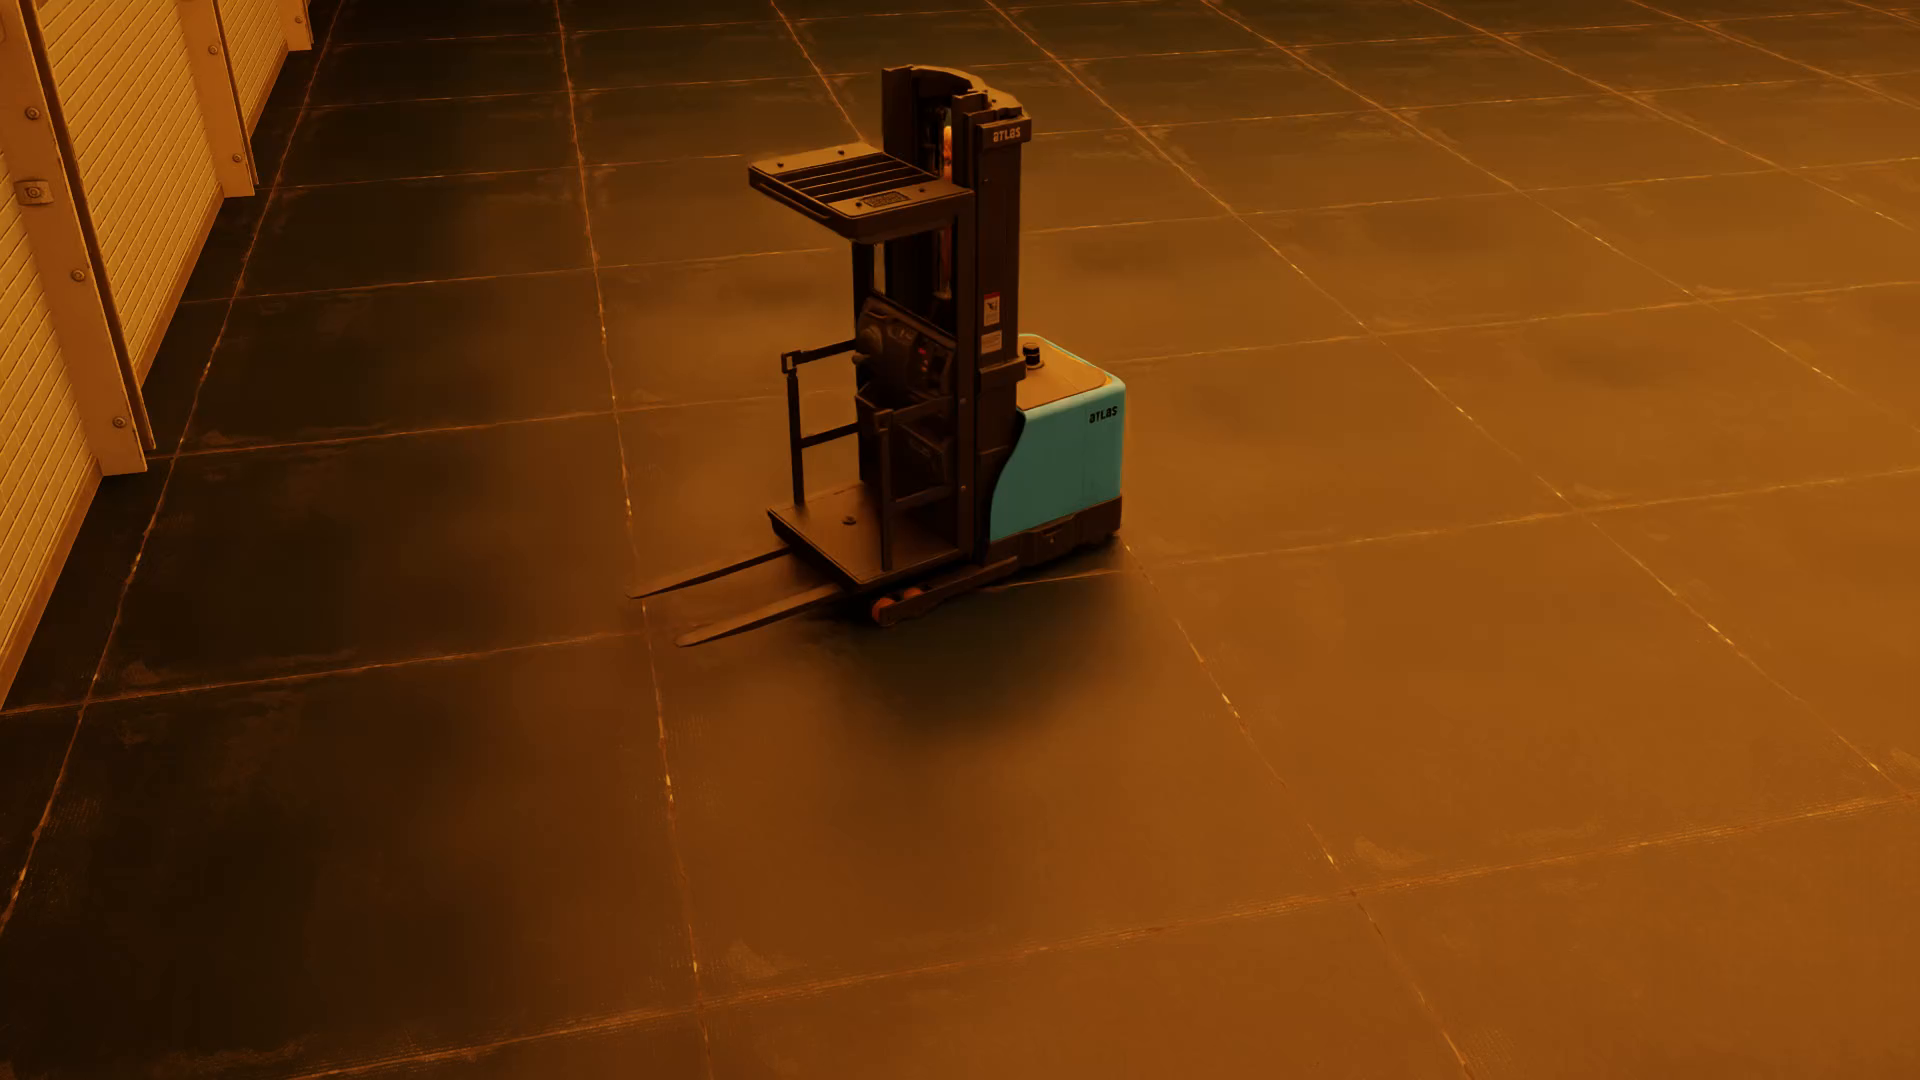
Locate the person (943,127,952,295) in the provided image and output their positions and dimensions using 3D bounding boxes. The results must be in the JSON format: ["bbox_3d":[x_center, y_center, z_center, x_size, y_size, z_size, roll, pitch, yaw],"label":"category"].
[{"bbox_3d":[-0.091,-2.299,12.778,0.994,1.808,0.557,-13,33,-21],"label":"person"}]

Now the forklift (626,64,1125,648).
[{"bbox_3d":[-0.485,-1.065,9.415,3.031,2.935,1.130,-19,35,-30],"label":"forklift"}]
